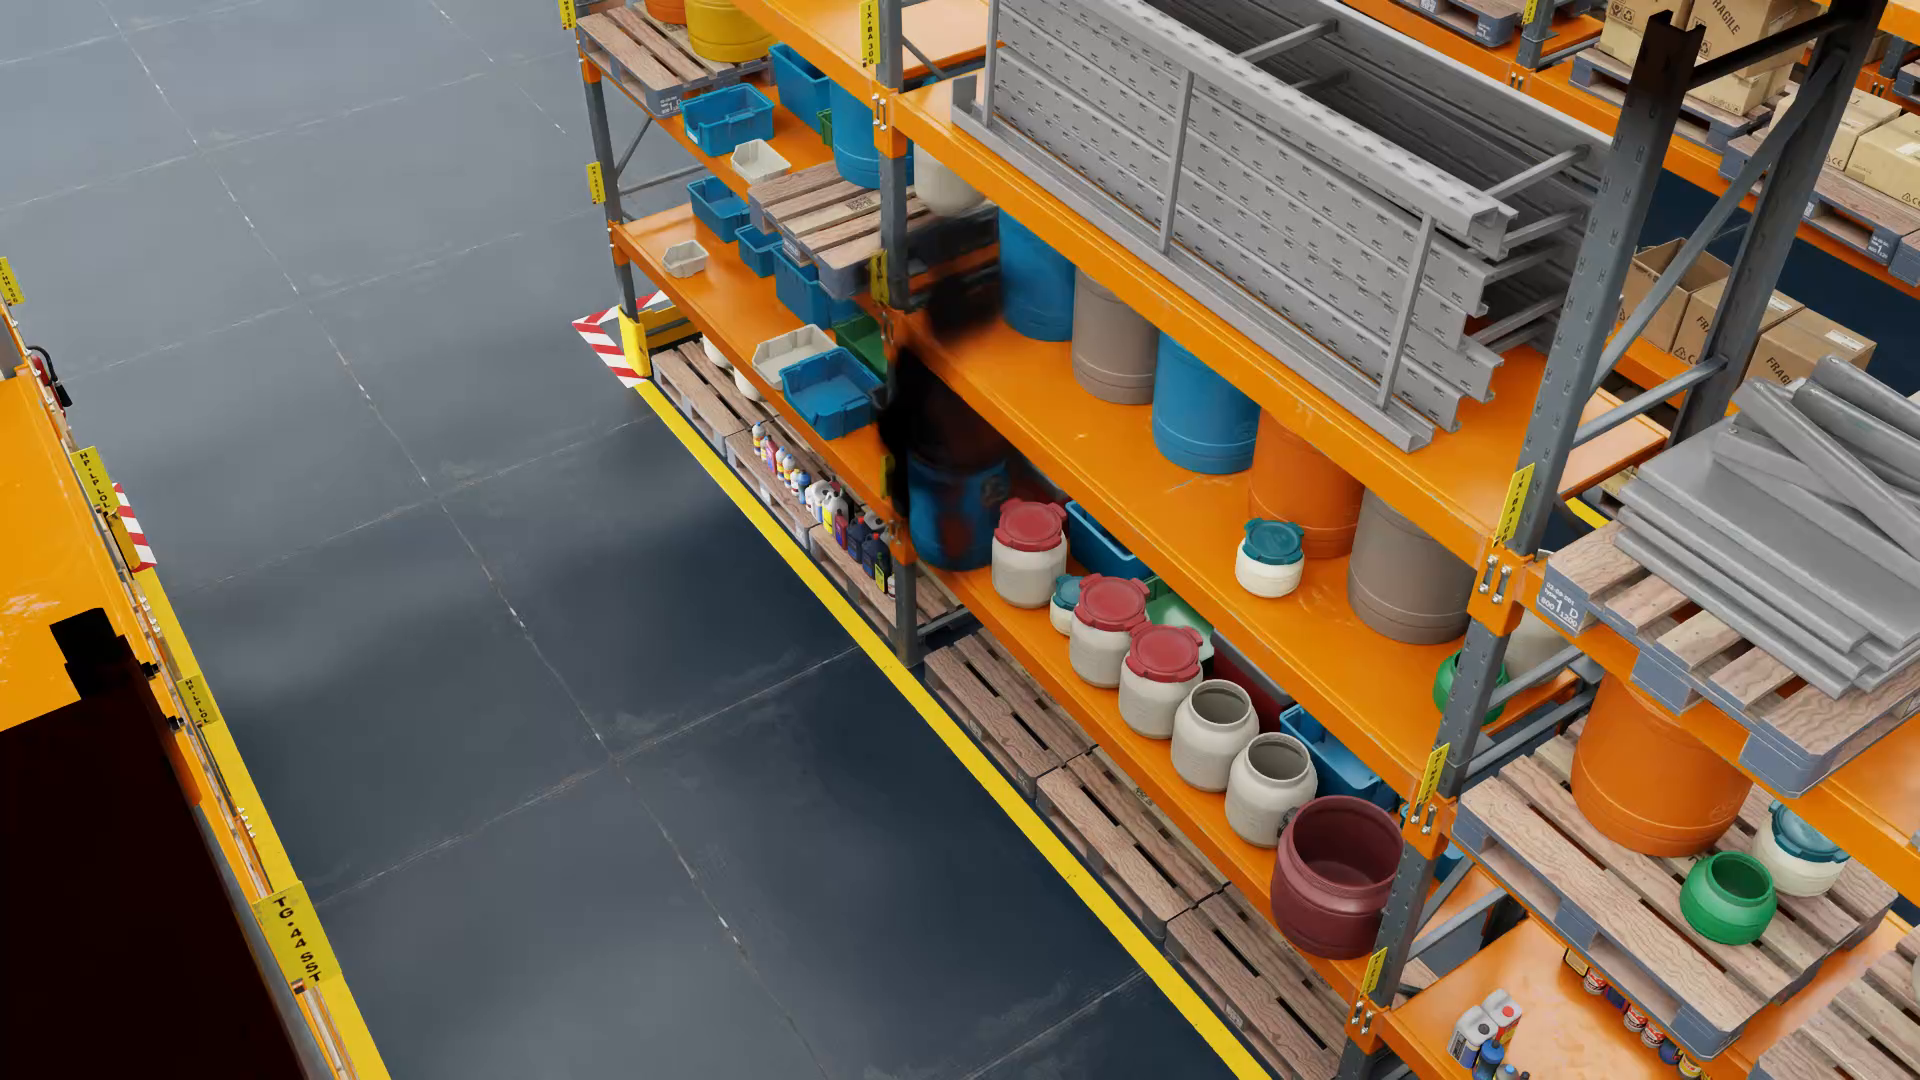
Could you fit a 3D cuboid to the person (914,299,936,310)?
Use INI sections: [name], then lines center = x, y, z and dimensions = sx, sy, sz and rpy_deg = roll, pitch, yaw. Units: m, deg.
[person]
center = -0.483, -2.491, 13.088
dimensions = 0.732, 1.574, 0.512
rpy_deg = 31, 51, 29
